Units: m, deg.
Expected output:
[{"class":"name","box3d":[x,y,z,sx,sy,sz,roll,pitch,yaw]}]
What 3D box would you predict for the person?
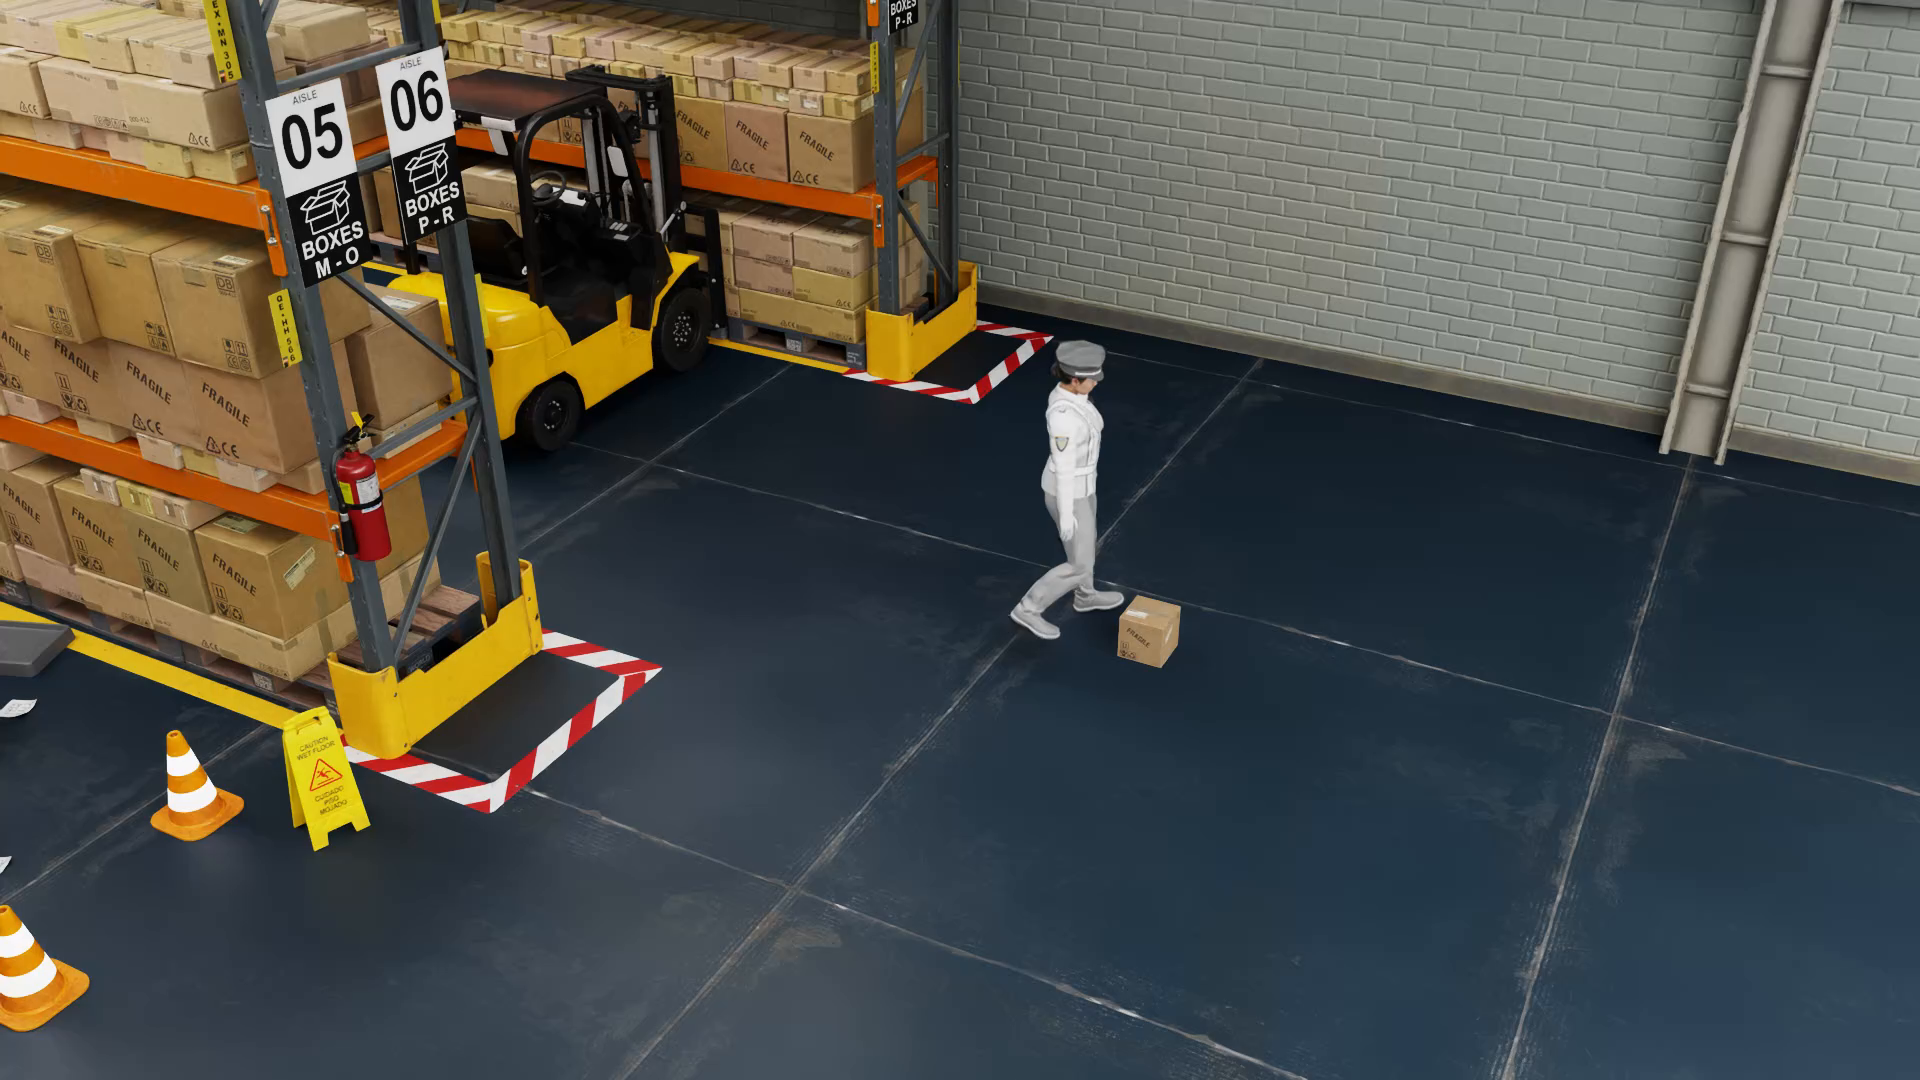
[{"class":"person","box3d":[0.589,-0.258,8.695,0.596,1.652,0.551,4,30,6]}]
